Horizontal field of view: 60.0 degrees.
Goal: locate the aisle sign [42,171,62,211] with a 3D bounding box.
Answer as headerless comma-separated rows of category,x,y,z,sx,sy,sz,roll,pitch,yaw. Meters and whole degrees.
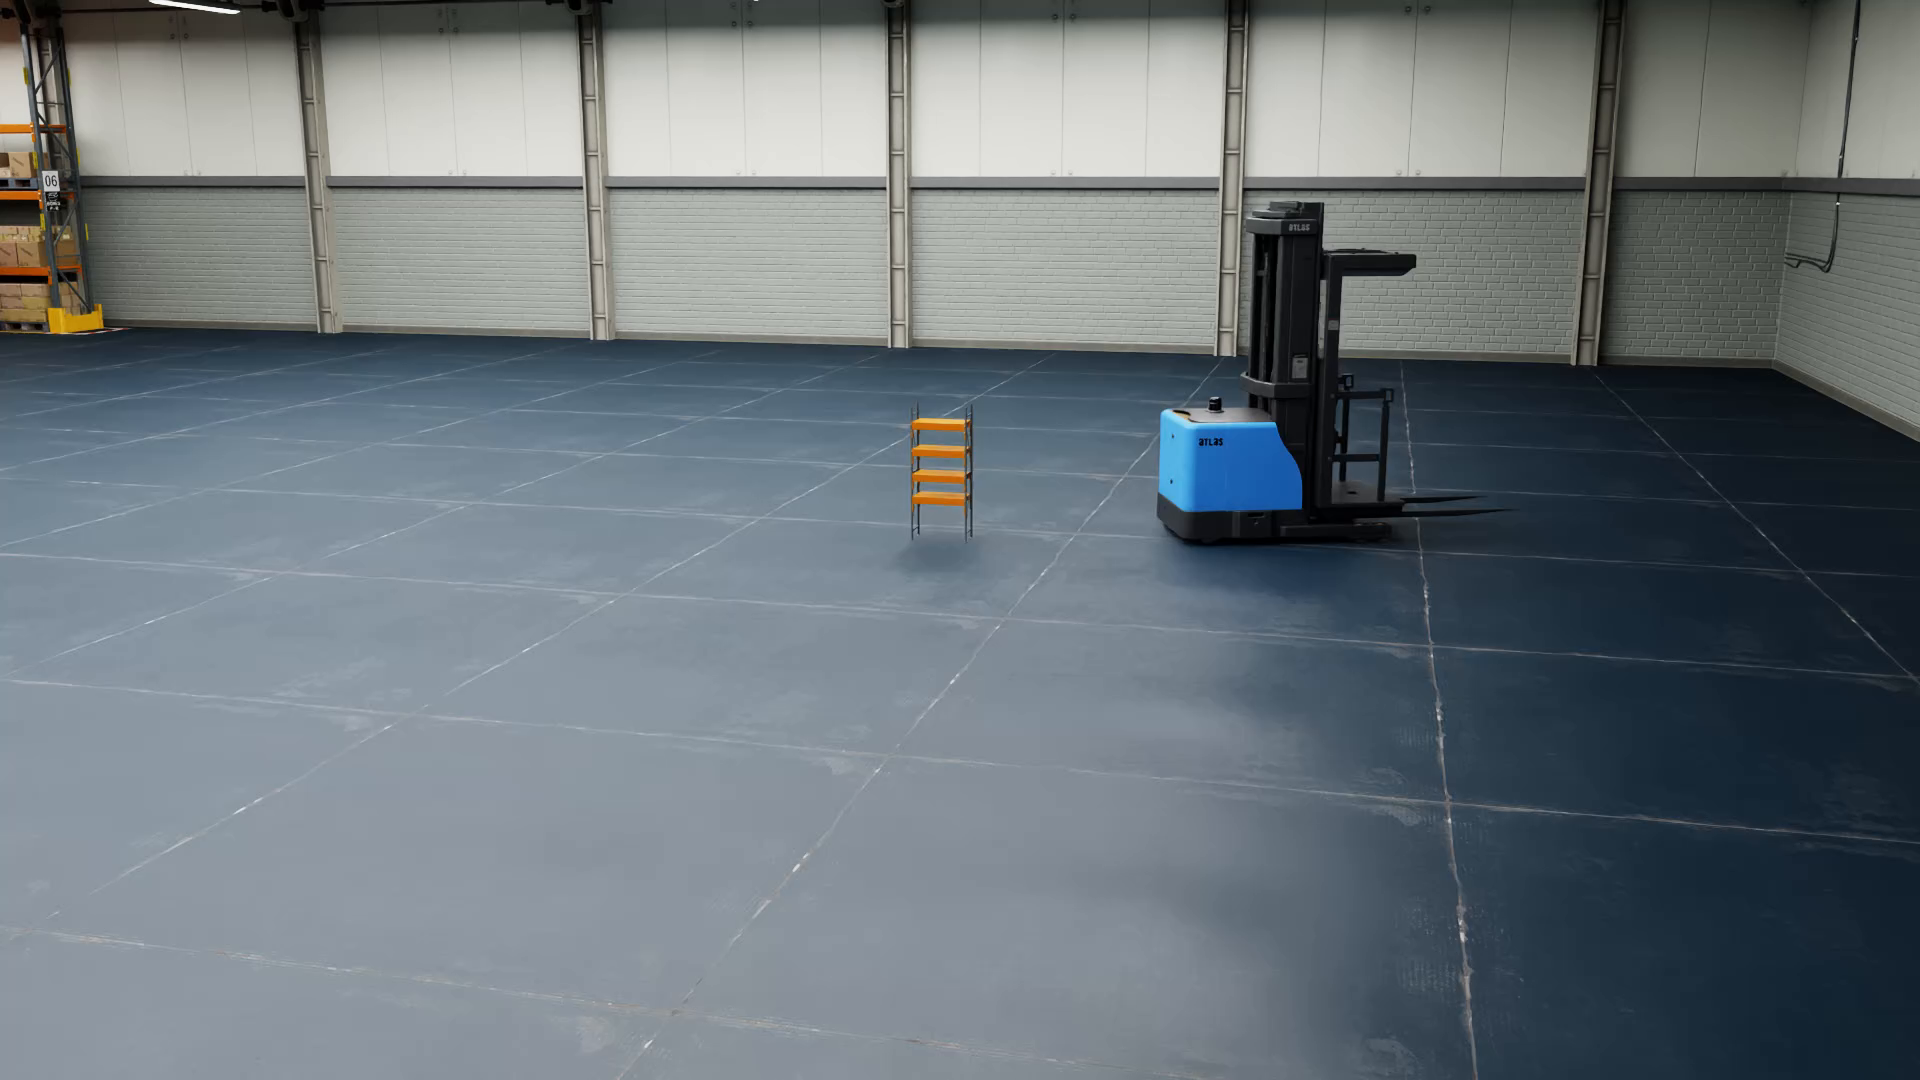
aisle sign,-18.130,-6.967,33.207,0.004,0.787,0.394,3,13,14

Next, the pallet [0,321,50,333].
pallet,-18.876,-4.432,34.223,1.213,0.211,1.003,3,13,14

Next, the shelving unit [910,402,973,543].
shelving unit,-0.161,-0.594,14.643,0.503,1.200,0.258,3,13,14

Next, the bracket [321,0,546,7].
bracket,-9.923,-10.132,31.316,4.783,0.066,0.076,3,13,14

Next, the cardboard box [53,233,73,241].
cardboard box,-18.391,-6.200,34.026,0.250,0.149,0.380,3,13,12

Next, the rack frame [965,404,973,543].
rack frame,0.076,-0.582,14.585,0.015,1.200,0.240,3,13,14

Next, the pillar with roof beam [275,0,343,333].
pillar with roof beam,-13.790,-7.700,28.666,0.548,9.000,9.100,3,13,14

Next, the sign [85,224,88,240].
sign,-17.985,-6.340,34.205,0.005,0.325,0.100,3,13,14

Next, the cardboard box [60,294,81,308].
cardboard box,-18.530,-4.937,34.287,0.500,0.250,0.500,3,13,15

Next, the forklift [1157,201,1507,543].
forklift,3.373,-1.519,14.814,3.031,2.935,1.130,-2,13,-7

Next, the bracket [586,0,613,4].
bracket,-6.615,-9.955,30.519,0.430,0.232,0.235,3,13,14

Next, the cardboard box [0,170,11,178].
cardboard box,-19.001,-7.337,33.334,0.250,0.149,0.380,3,13,12

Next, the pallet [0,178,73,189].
pallet,-18.804,-7.226,33.657,1.213,0.211,1.003,3,13,14

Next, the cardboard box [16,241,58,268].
cardboard box,-18.664,-5.782,33.638,0.500,0.500,0.500,3,13,12

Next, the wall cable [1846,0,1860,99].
wall cable,12.438,-7.310,22.415,0.112,2.526,3.097,3,13,14

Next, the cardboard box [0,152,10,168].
cardboard box,-19.582,-7.576,33.597,0.500,0.500,0.700,3,13,14

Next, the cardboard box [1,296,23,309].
cardboard box,-19.156,-4.857,33.926,0.500,0.250,0.500,3,13,13

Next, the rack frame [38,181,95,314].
rack frame,-18.124,-5.763,33.782,0.127,3.000,1.000,3,13,14

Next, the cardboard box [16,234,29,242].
cardboard box,-18.783,-6.094,33.548,0.250,0.149,0.380,3,13,14

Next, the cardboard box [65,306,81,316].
cardboard box,-18.554,-4.692,34.335,0.500,0.250,0.500,3,13,14

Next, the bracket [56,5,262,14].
bracket,-15.748,-10.444,32.720,4.783,0.066,0.076,3,13,14

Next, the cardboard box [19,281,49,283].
cardboard box,-19.031,-5.203,34.332,0.500,0.250,0.500,3,13,14

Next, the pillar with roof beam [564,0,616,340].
pillar with roof beam,-7.965,-7.389,27.262,0.548,9.000,9.100,3,13,14

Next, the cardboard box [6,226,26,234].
cardboard box,-19.029,-6.262,33.617,0.250,0.149,0.380,3,13,15

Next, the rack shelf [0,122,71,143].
rack shelf,-20.066,-8.249,33.722,4.000,0.370,1.077,3,13,14

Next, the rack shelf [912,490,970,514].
rack shelf,-0.161,-0.335,14.700,0.480,0.148,0.258,3,13,14

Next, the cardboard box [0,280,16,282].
cardboard box,-20.010,-5.260,34.585,0.500,0.250,0.500,3,13,12

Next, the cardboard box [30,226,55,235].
cardboard box,-18.522,-6.248,33.553,0.250,0.149,0.380,3,13,14

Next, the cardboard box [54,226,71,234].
cardboard box,-18.399,-6.336,33.950,0.250,0.149,0.380,3,13,12

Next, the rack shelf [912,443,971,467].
rack shelf,-0.161,-0.747,14.609,0.480,0.148,0.258,3,13,14

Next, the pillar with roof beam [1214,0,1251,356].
pillar with roof beam,3.686,-6.766,24.455,0.548,9.000,9.100,3,13,14

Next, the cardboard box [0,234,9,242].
cardboard box,-19.258,-6.136,33.736,0.250,0.149,0.380,3,13,13

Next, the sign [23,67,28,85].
sign,-18.268,-9.073,32.512,0.005,0.325,0.100,3,13,14

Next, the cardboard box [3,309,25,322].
cardboard box,-19.136,-4.611,33.970,0.500,0.250,0.500,3,13,14

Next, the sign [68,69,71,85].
sign,-17.985,-9.341,33.539,0.005,0.325,0.100,3,13,14

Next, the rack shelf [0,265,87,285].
rack shelf,-20.066,-5.515,34.328,4.000,0.370,1.077,3,13,14

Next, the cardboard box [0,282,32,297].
cardboard box,-19.143,-5.097,33.852,0.500,0.250,0.500,3,13,15

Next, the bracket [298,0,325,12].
bracket,-12.441,-10.267,31.923,0.430,0.232,0.235,3,13,14

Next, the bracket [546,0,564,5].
bracket,-7.421,-9.999,30.713,0.430,0.232,0.235,3,13,14
